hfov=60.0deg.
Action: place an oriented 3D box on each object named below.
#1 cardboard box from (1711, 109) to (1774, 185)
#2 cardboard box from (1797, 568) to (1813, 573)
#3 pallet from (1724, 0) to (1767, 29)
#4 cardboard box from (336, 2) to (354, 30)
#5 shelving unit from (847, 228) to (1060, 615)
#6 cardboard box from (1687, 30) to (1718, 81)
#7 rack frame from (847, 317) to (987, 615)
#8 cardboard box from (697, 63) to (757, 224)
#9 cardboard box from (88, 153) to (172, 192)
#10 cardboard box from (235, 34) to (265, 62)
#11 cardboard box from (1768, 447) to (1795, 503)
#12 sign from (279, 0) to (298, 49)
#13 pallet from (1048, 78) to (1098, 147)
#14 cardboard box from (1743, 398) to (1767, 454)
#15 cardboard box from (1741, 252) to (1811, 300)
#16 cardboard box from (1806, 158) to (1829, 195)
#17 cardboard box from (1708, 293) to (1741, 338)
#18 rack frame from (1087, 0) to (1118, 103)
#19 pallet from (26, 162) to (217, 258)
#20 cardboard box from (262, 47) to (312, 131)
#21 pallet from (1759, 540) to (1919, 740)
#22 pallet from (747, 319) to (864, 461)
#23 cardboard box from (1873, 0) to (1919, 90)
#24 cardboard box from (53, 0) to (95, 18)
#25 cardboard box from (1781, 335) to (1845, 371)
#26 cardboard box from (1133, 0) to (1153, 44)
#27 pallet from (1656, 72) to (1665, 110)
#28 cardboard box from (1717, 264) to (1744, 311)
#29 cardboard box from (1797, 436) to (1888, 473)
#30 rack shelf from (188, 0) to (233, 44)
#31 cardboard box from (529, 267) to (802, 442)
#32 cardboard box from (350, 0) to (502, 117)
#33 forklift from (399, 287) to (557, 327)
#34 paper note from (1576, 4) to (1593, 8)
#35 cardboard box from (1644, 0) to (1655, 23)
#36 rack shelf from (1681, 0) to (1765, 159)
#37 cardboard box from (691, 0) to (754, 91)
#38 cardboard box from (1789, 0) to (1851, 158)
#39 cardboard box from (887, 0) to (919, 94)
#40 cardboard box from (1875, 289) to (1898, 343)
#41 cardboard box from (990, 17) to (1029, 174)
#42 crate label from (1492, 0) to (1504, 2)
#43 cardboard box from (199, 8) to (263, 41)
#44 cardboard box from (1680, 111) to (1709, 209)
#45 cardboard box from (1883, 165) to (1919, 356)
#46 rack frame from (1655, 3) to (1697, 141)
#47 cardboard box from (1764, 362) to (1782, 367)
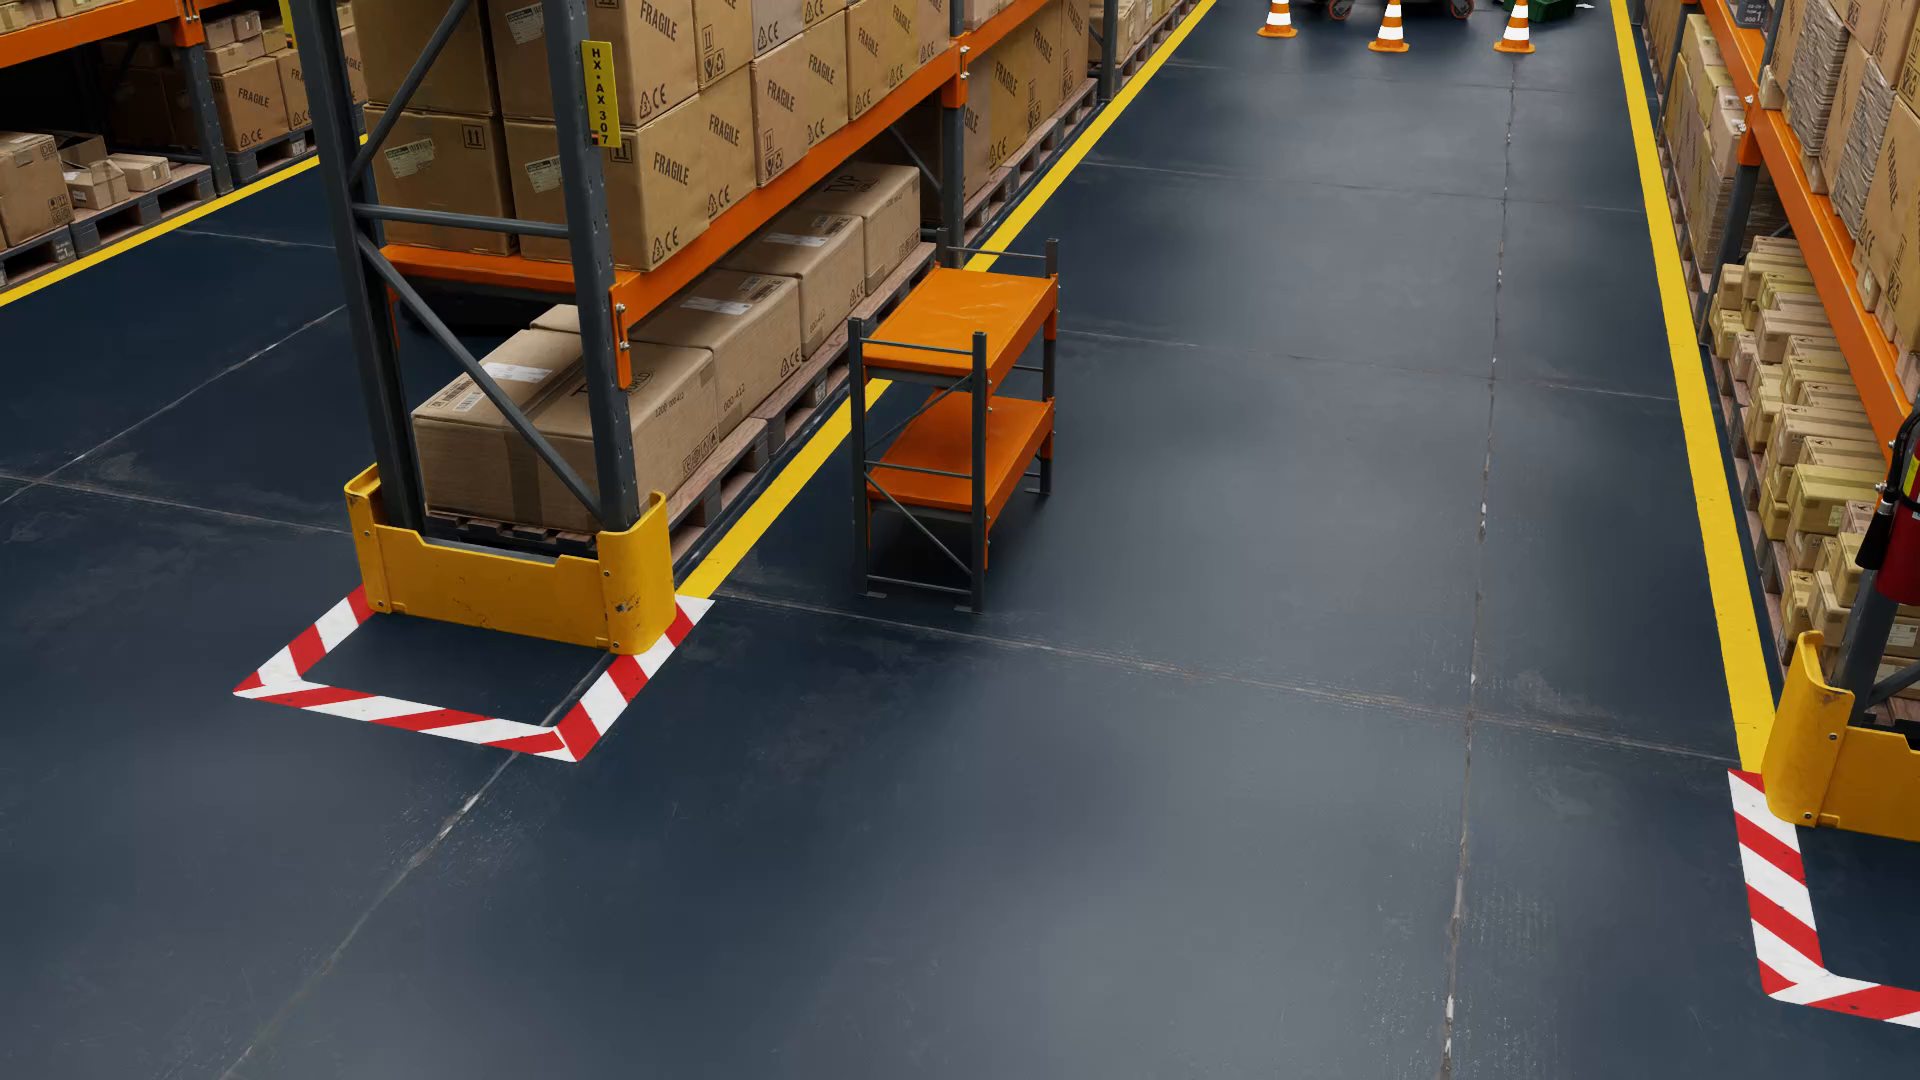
[{"bbox_3d":[4.265,-2.059,8.734,0.500,0.250,0.500,8,30,14],"label":"cardboard box"},{"bbox_3d":[3.207,0.144,5.906,0.380,0.149,0.250,8,30,15],"label":"cardboard box"},{"bbox_3d":[4.920,-3.108,9.448,1.003,0.211,1.213,8,30,15],"label":"pallet"},{"bbox_3d":[-4.537,-3.743,11.866,0.380,0.149,0.250,10,30,17],"label":"cardboard box"},{"bbox_3d":[-0.002,-0.488,6.471,0.538,1.125,1.048,8,30,15],"label":"shelving unit"},{"bbox_3d":[4.879,-3.015,10.451,0.500,0.250,0.500,8,30,14],"label":"cardboard box"},{"bbox_3d":[-0.151,-0.252,6.046,0.500,1.125,0.032,8,30,15],"label":"rack frame"},{"bbox_3d":[-1.111,-1.524,6.301,0.500,0.500,0.500,8,30,14],"label":"cardboard box"},{"bbox_3d":[-5.103,-2.261,10.230,0.380,0.149,0.250,8,30,13],"label":"cardboard box"},{"bbox_3d":[-4.853,-3.267,11.010,0.380,0.149,0.250,8,30,13],"label":"cardboard box"},{"bbox_3d":[3.286,-0.237,6.286,0.380,0.149,0.250,9,30,16],"label":"cardboard box"},{"bbox_3d":[-2.163,-1.752,5.380,0.100,0.325,0.005,8,30,15],"label":"sign"},{"bbox_3d":[0.397,-3.202,12.290,1.003,0.211,1.213,8,30,15],"label":"pallet"},{"bbox_3d":[3.532,-0.464,6.999,0.380,0.149,0.250,8,30,14],"label":"cardboard box"},{"bbox_3d":[3.851,-1.206,7.721,0.380,0.149,0.250,10,31,17],"label":"cardboard box"},{"bbox_3d":[3.552,-1.445,6.520,0.380,0.149,0.250,10,31,17],"label":"cardboard box"},{"bbox_3d":[3.874,-1.073,8.093,0.380,0.149,0.250,7,30,13],"label":"cardboard box"},{"bbox_3d":[0.700,-4.777,12.251,1.000,3.000,0.127,8,30,15],"label":"rack frame"},{"bbox_3d":[-5.422,-2.087,10.284,1.003,0.211,1.213,8,30,15],"label":"pallet"},{"bbox_3d":[-4.716,-3.157,11.479,0.500,0.500,0.500,8,30,14],"label":"cardboard box"},{"bbox_3d":[3.408,0.411,5.793,1.003,0.211,1.213,8,30,15],"label":"pallet"},{"bbox_3d":[-1.128,-0.788,7.950,1.003,0.211,1.213,8,30,15],"label":"pallet"},{"bbox_3d":[3.303,-1.737,5.349,0.500,0.500,0.500,10,31,17],"label":"cardboard box"},{"bbox_3d":[-5.181,-3.082,9.463,0.380,0.149,0.250,9,30,16],"label":"cardboard box"},{"bbox_3d":[3.615,-0.712,6.833,0.380,0.149,0.250,7,30,13],"label":"cardboard box"},{"bbox_3d":[1.085,-4.417,13.876,0.950,0.372,0.625,8,30,14],"label":"cardboard box"},{"bbox_3d":[5.765,-3.254,12.383,1.003,0.211,1.213,8,30,15],"label":"pallet"},{"bbox_3d":[3.876,-1.203,8.022,0.380,0.149,0.250,10,31,17],"label":"cardboard box"},{"bbox_3d":[3.247,-0.238,5.980,0.380,0.149,0.250,7,30,13],"label":"cardboard box"},{"bbox_3d":[-4.633,-4.239,12.025,1.077,0.370,4.000,8,30,15],"label":"rack shelf"},{"bbox_3d":[-1.289,-0.870,7.432,0.875,0.438,0.875,9,30,16],"label":"cardboard box"},{"bbox_3d":[-1.734,-1.797,5.764,0.500,0.500,0.500,9,30,17],"label":"cardboard box"},{"bbox_3d":[-2.232,-3.058,9.233,1.130,2.935,3.031,4,29,6],"label":"forklift"},{"bbox_3d":[5.968,-5.121,15.923,0.147,0.020,0.142,-12,31,-20],"label":"paper note"},{"bbox_3d":[6.540,-4.875,14.310,1.050,0.750,0.750,8,30,15],"label":"cardboard box"},{"bbox_3d":[4.875,-2.873,9.570,1.077,0.370,4.000,8,30,15],"label":"rack shelf"},{"bbox_3d":[-1.090,-1.963,6.062,0.500,0.500,0.500,8,30,14],"label":"cardboard box"},{"bbox_3d":[3.581,-1.778,6.452,0.500,0.500,0.500,8,30,14],"label":"cardboard box"},{"bbox_3d":[-0.511,-2.470,8.001,0.500,0.500,0.500,8,30,14],"label":"cardboard box"},{"bbox_3d":[3.107,-0.710,5.200,0.380,0.149,0.250,8,30,14],"label":"cardboard box"},{"bbox_3d":[-0.111,-2.893,10.619,0.875,0.875,0.875,9,30,16],"label":"cardboard box"},{"bbox_3d":[5.301,-5.265,16.073,0.298,0.136,0.250,-12,31,-20],"label":"crate label"},{"bbox_3d":[-4.830,-3.385,10.916,0.380,0.149,0.250,7,30,12],"label":"cardboard box"},{"bbox_3d":[4.570,-2.206,9.768,0.500,0.500,0.500,8,30,14],"label":"cardboard box"},{"bbox_3d":[3.000,-0.819,4.727,0.500,0.500,0.500,9,30,16],"label":"cardboard box"},{"bbox_3d":[5.462,-4.117,11.066,1.000,3.000,0.127,8,30,15],"label":"rack frame"},{"bbox_3d":[3.665,-0.705,7.126,0.380,0.149,0.250,10,31,17],"label":"cardboard box"}]
